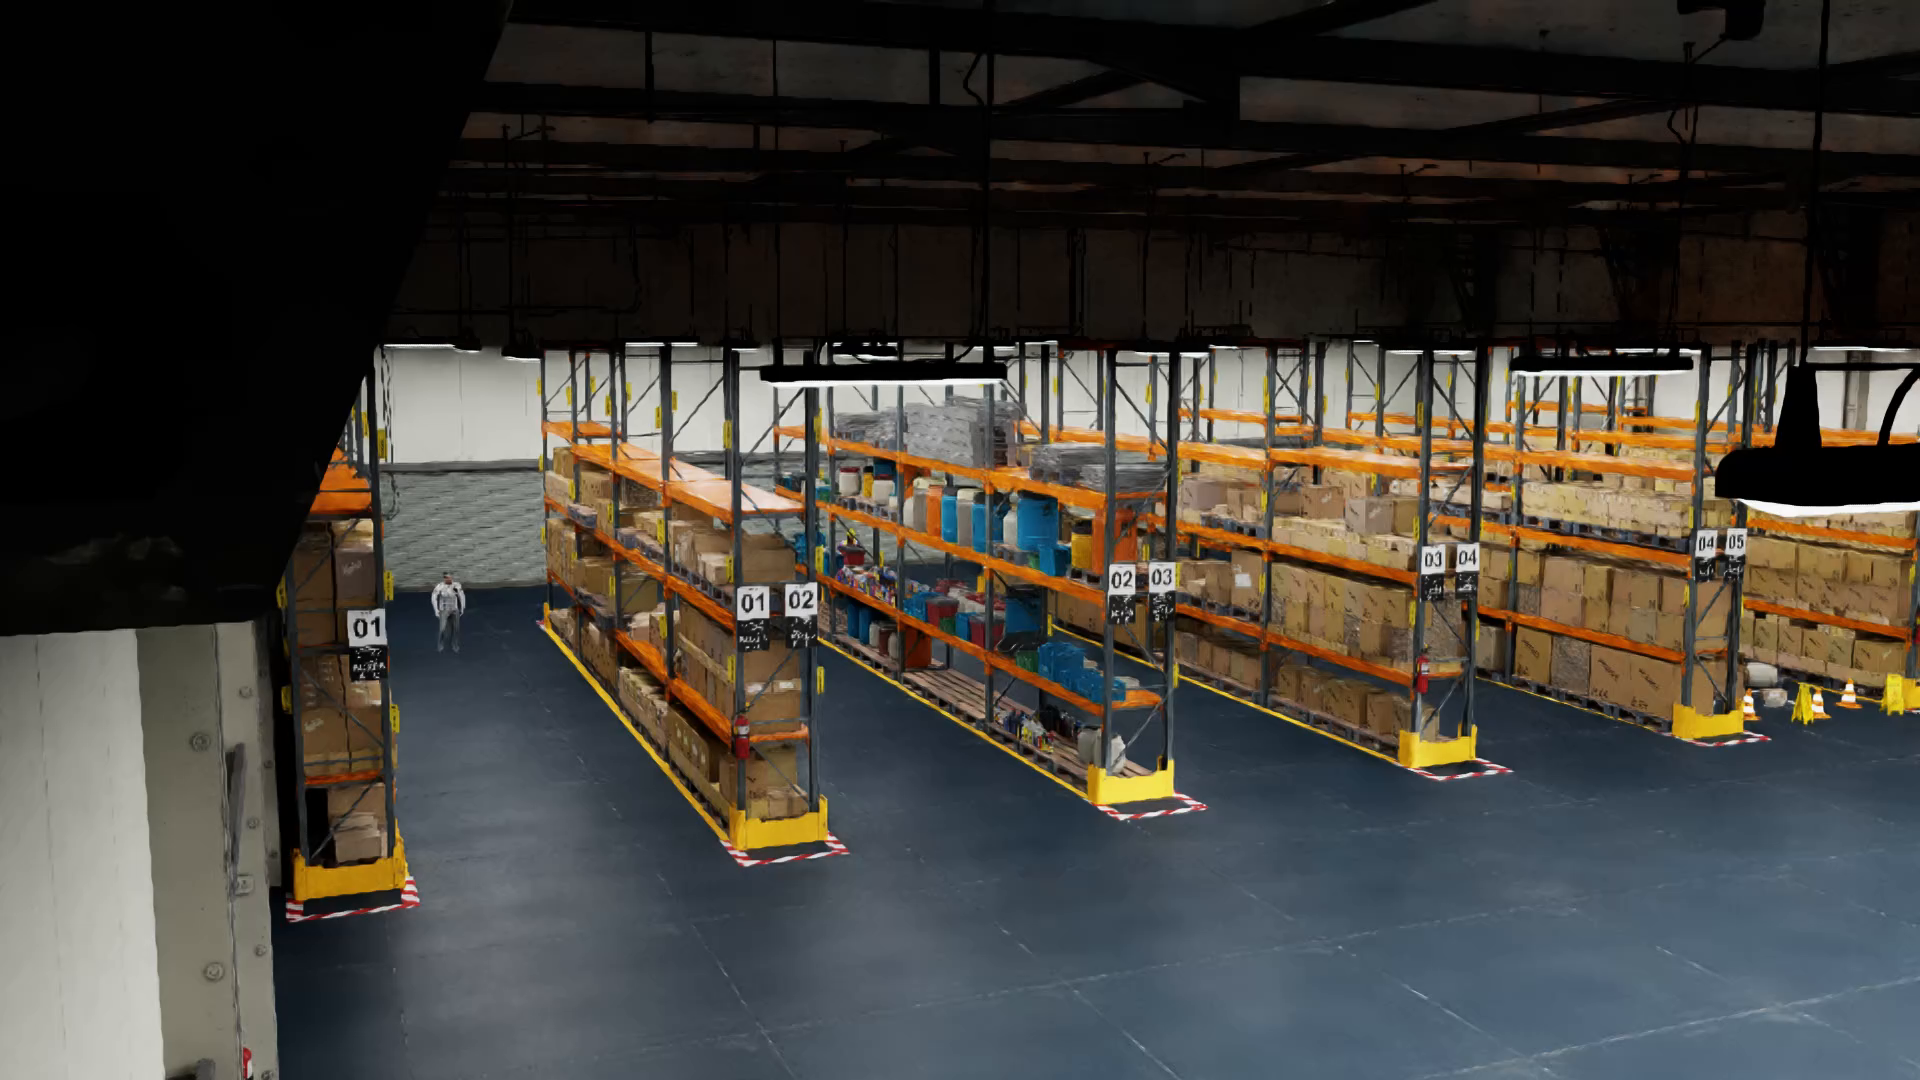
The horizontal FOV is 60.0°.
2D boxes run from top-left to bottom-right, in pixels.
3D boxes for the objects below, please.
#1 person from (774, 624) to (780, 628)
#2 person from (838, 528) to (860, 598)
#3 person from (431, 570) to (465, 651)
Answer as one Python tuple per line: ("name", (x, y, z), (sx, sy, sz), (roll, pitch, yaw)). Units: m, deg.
("person", (-3.680, 1.371, 31.998), (0.456, 1.589, 1.088), (-3, 8, -19))
("person", (-2.503, 0.571, 37.814), (0.572, 1.693, 1.120), (-3, 8, -25))
("person", (-9.892, 1.353, 32.168), (0.639, 1.632, 0.512), (-3, 8, -24))
